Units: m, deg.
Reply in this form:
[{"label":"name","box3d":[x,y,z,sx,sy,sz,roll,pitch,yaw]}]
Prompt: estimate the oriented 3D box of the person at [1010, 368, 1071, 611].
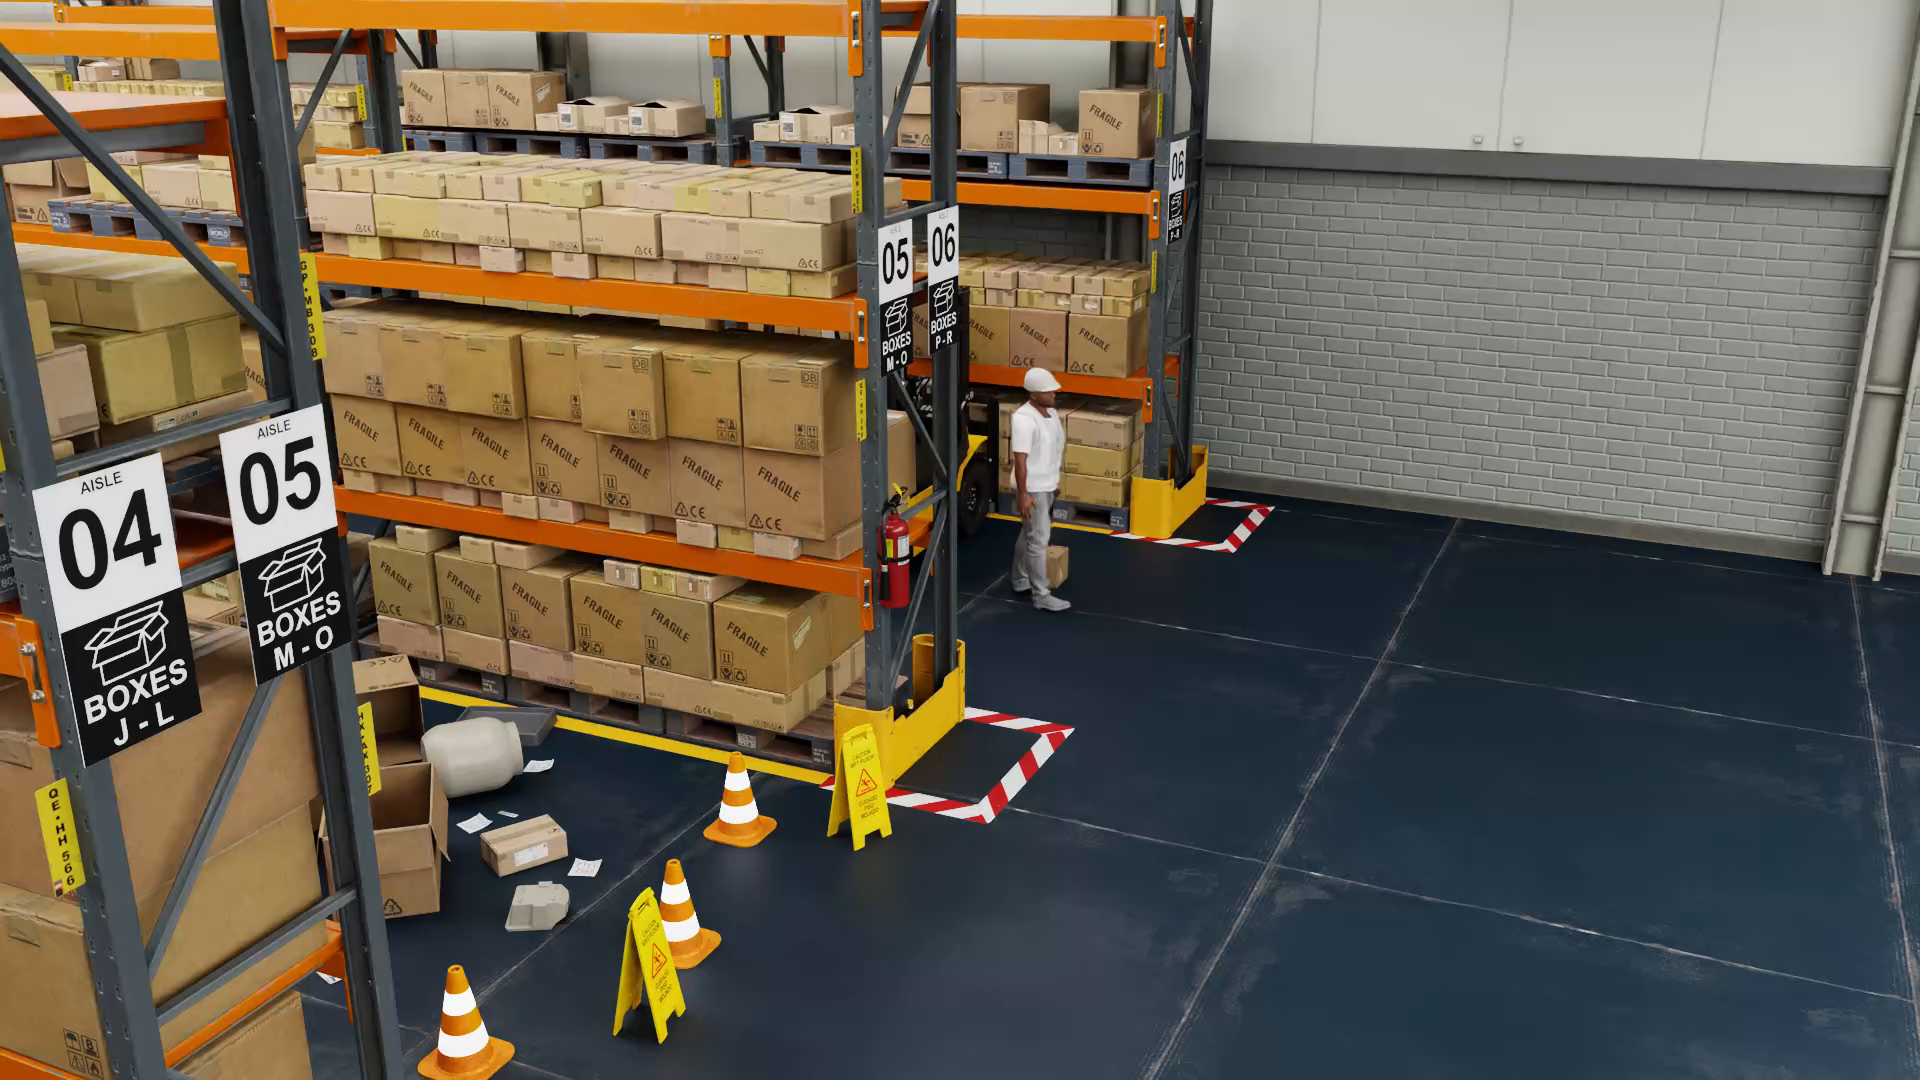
[{"label":"person","box3d":[0.594,-0.375,12.075,0.577,1.767,0.699,8,21,22]}]
